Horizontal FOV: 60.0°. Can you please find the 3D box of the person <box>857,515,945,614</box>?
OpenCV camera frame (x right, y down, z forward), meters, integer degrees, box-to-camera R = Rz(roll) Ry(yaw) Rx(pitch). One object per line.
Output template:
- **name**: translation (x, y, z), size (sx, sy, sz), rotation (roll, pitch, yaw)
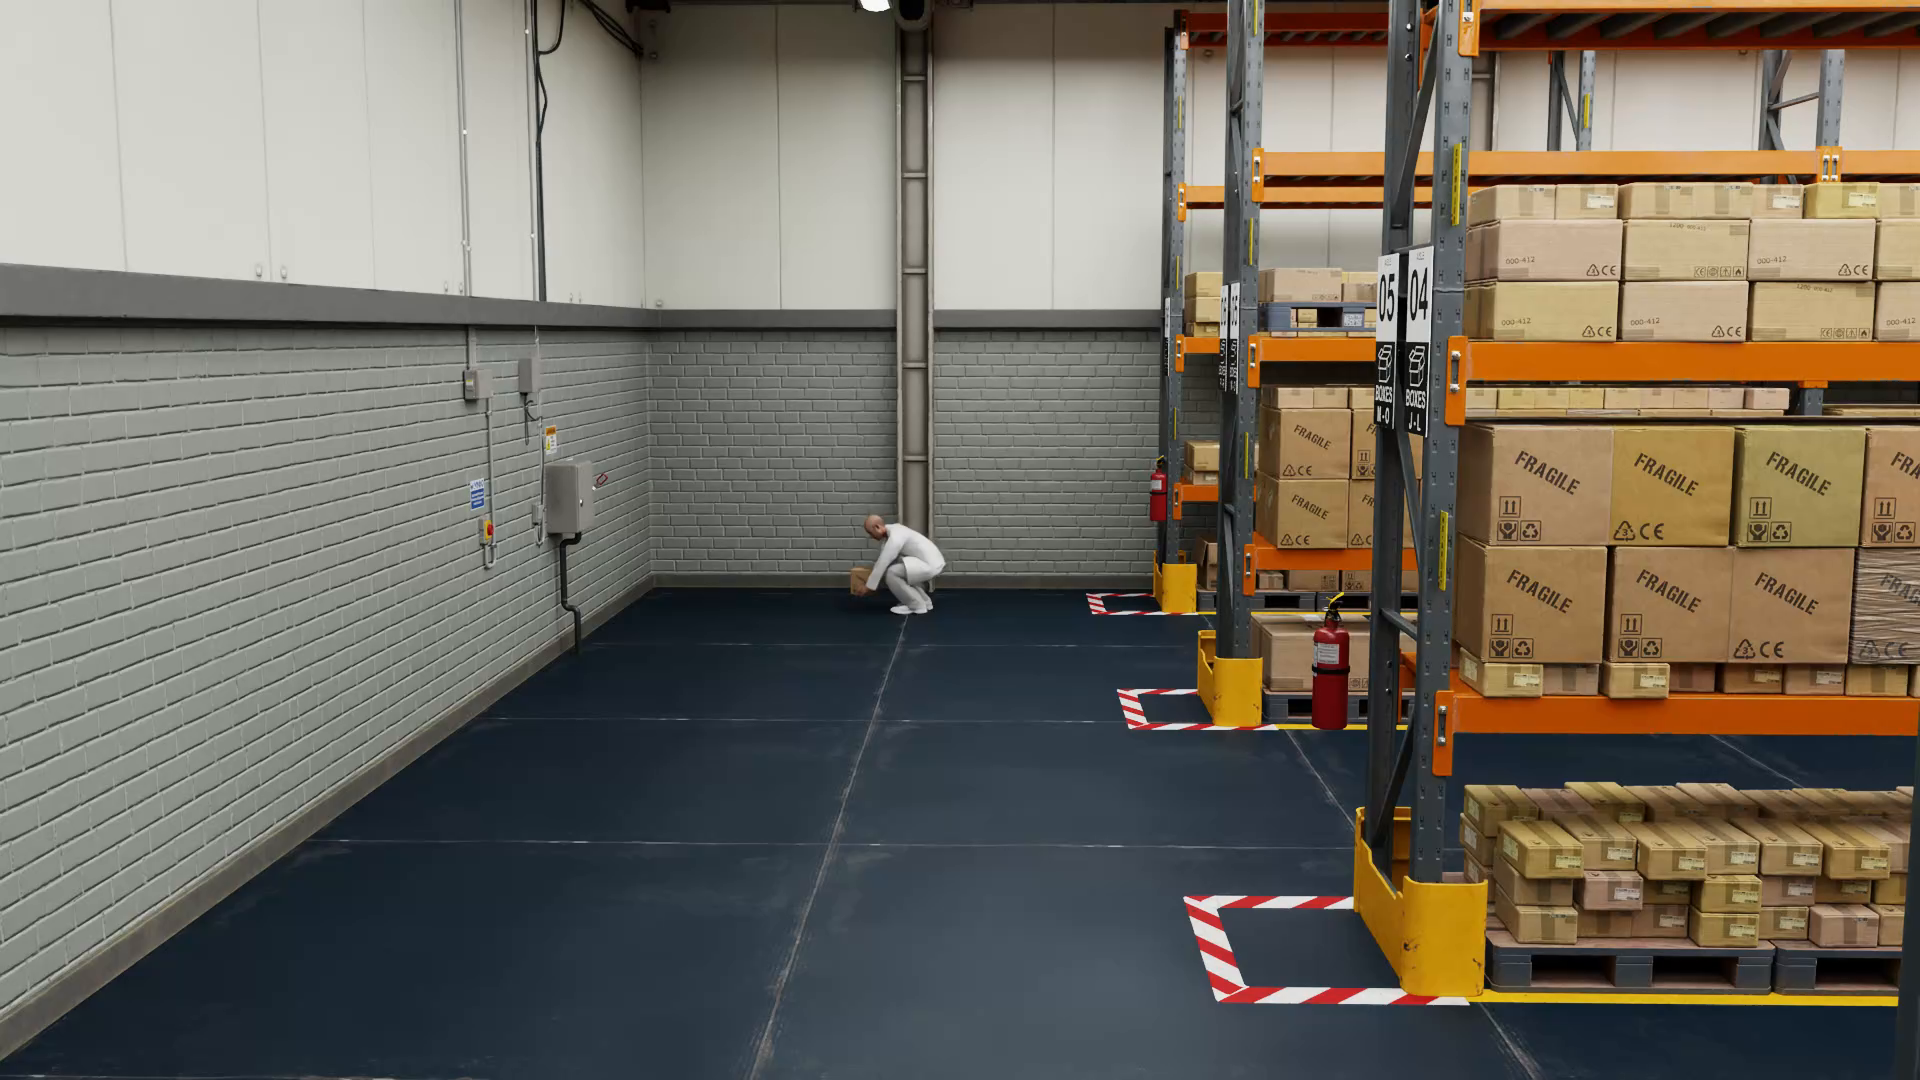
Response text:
- **person**: translation (-0.607, 0.240, 17.015), size (0.912, 1.011, 0.611), rotation (0, 7, 1)
